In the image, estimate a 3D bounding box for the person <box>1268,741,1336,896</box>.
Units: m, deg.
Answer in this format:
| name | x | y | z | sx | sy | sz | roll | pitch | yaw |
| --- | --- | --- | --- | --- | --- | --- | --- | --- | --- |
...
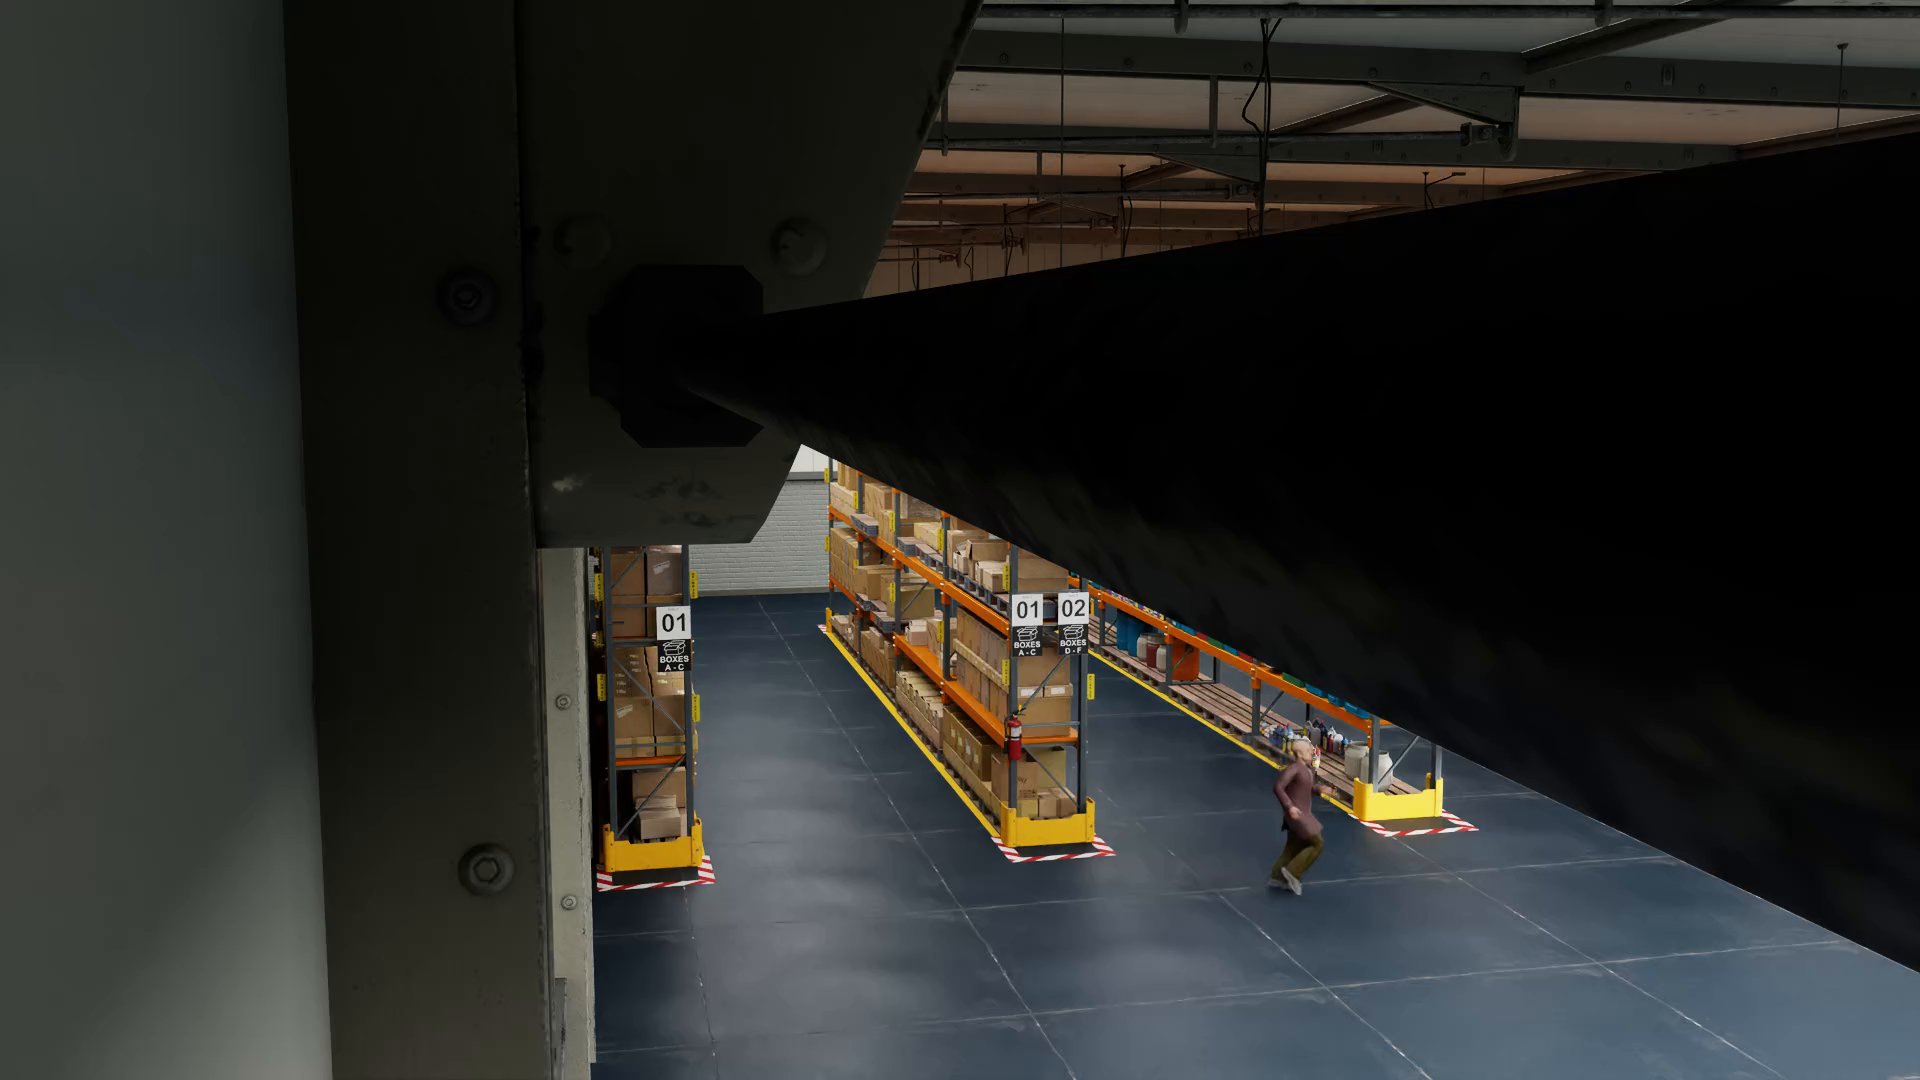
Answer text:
| name | x | y | z | sx | sy | sz | roll | pitch | yaw |
| --- | --- | --- | --- | --- | --- | --- | --- | --- | --- |
| person | 3.947 | 3.193 | 19.184 | 0.739 | 1.785 | 0.676 | 2 | 7 | 14 |
